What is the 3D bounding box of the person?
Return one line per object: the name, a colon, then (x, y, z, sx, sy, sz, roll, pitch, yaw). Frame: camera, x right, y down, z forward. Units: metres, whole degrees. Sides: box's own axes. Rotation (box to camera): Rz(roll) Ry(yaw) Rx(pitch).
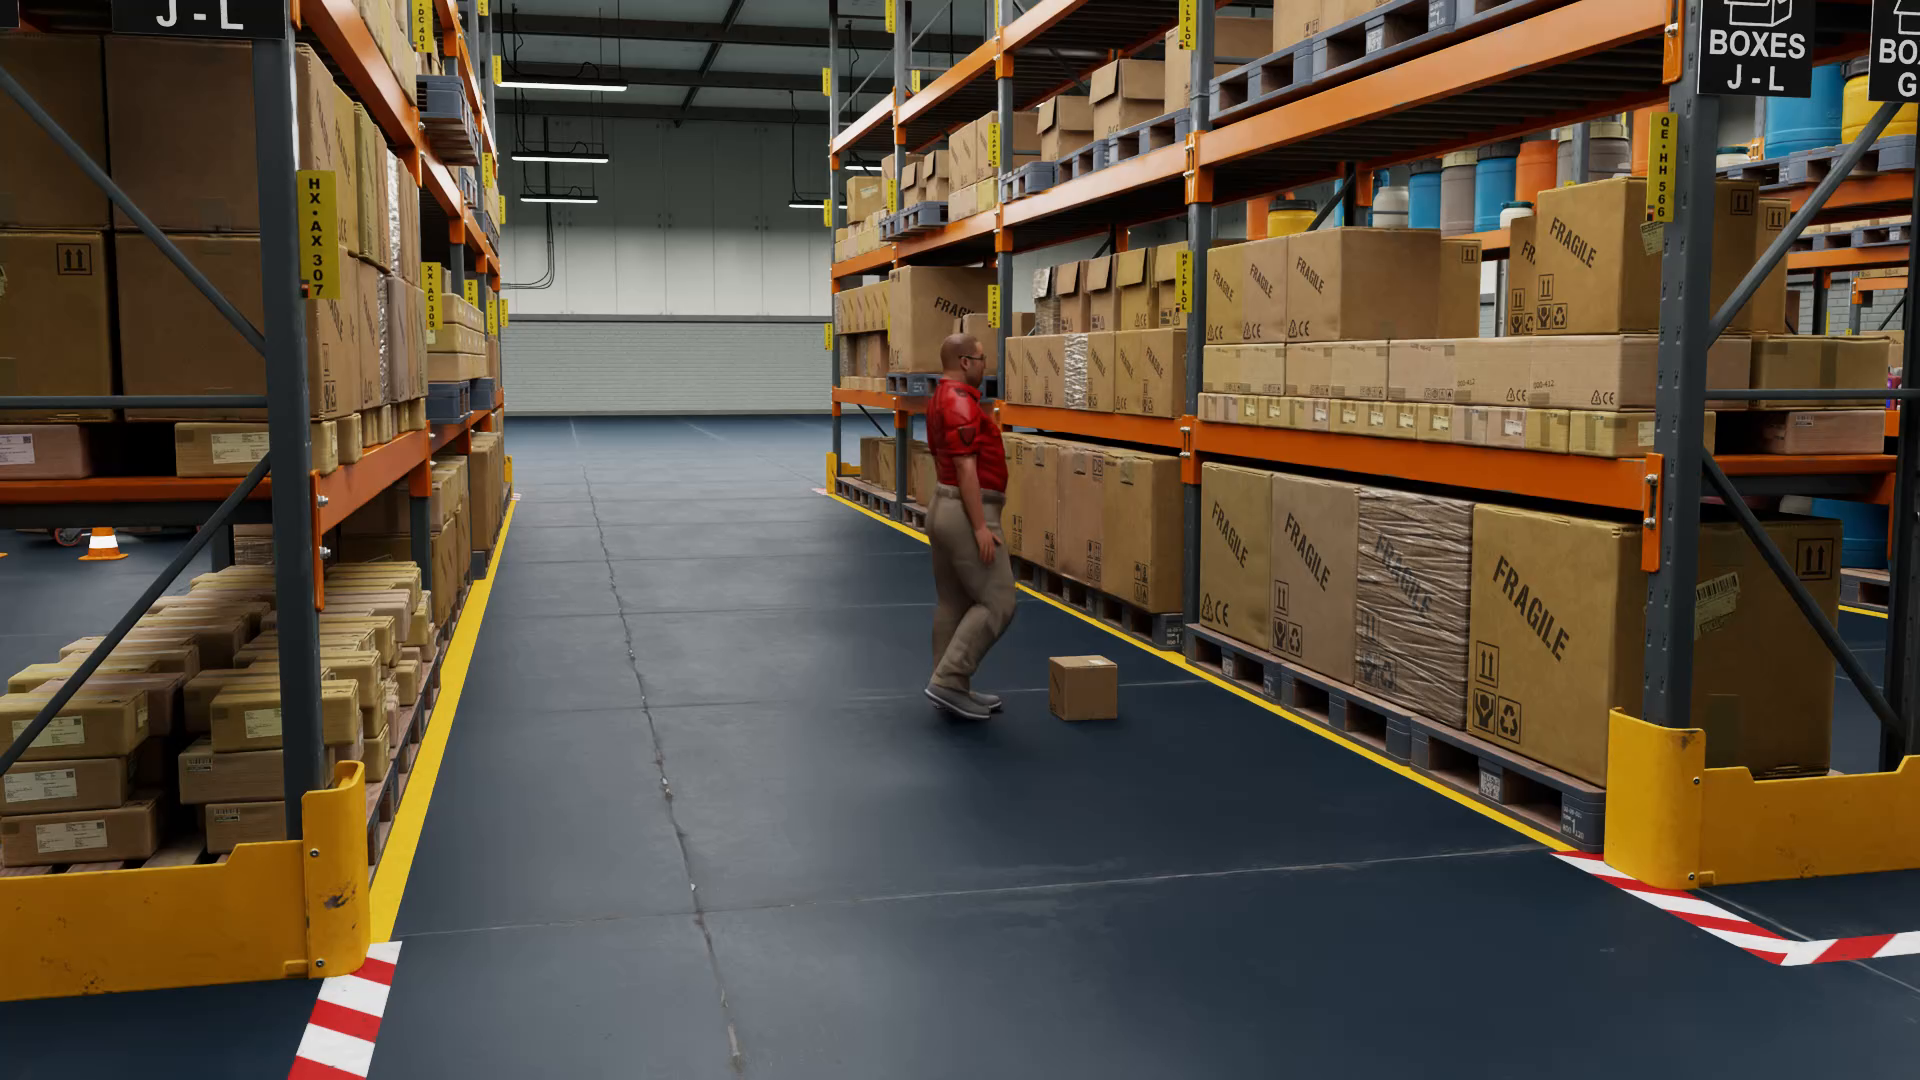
person: (0.018, -0.058, 7.494, 0.416, 1.734, 0.552, -1, 6, -13)
